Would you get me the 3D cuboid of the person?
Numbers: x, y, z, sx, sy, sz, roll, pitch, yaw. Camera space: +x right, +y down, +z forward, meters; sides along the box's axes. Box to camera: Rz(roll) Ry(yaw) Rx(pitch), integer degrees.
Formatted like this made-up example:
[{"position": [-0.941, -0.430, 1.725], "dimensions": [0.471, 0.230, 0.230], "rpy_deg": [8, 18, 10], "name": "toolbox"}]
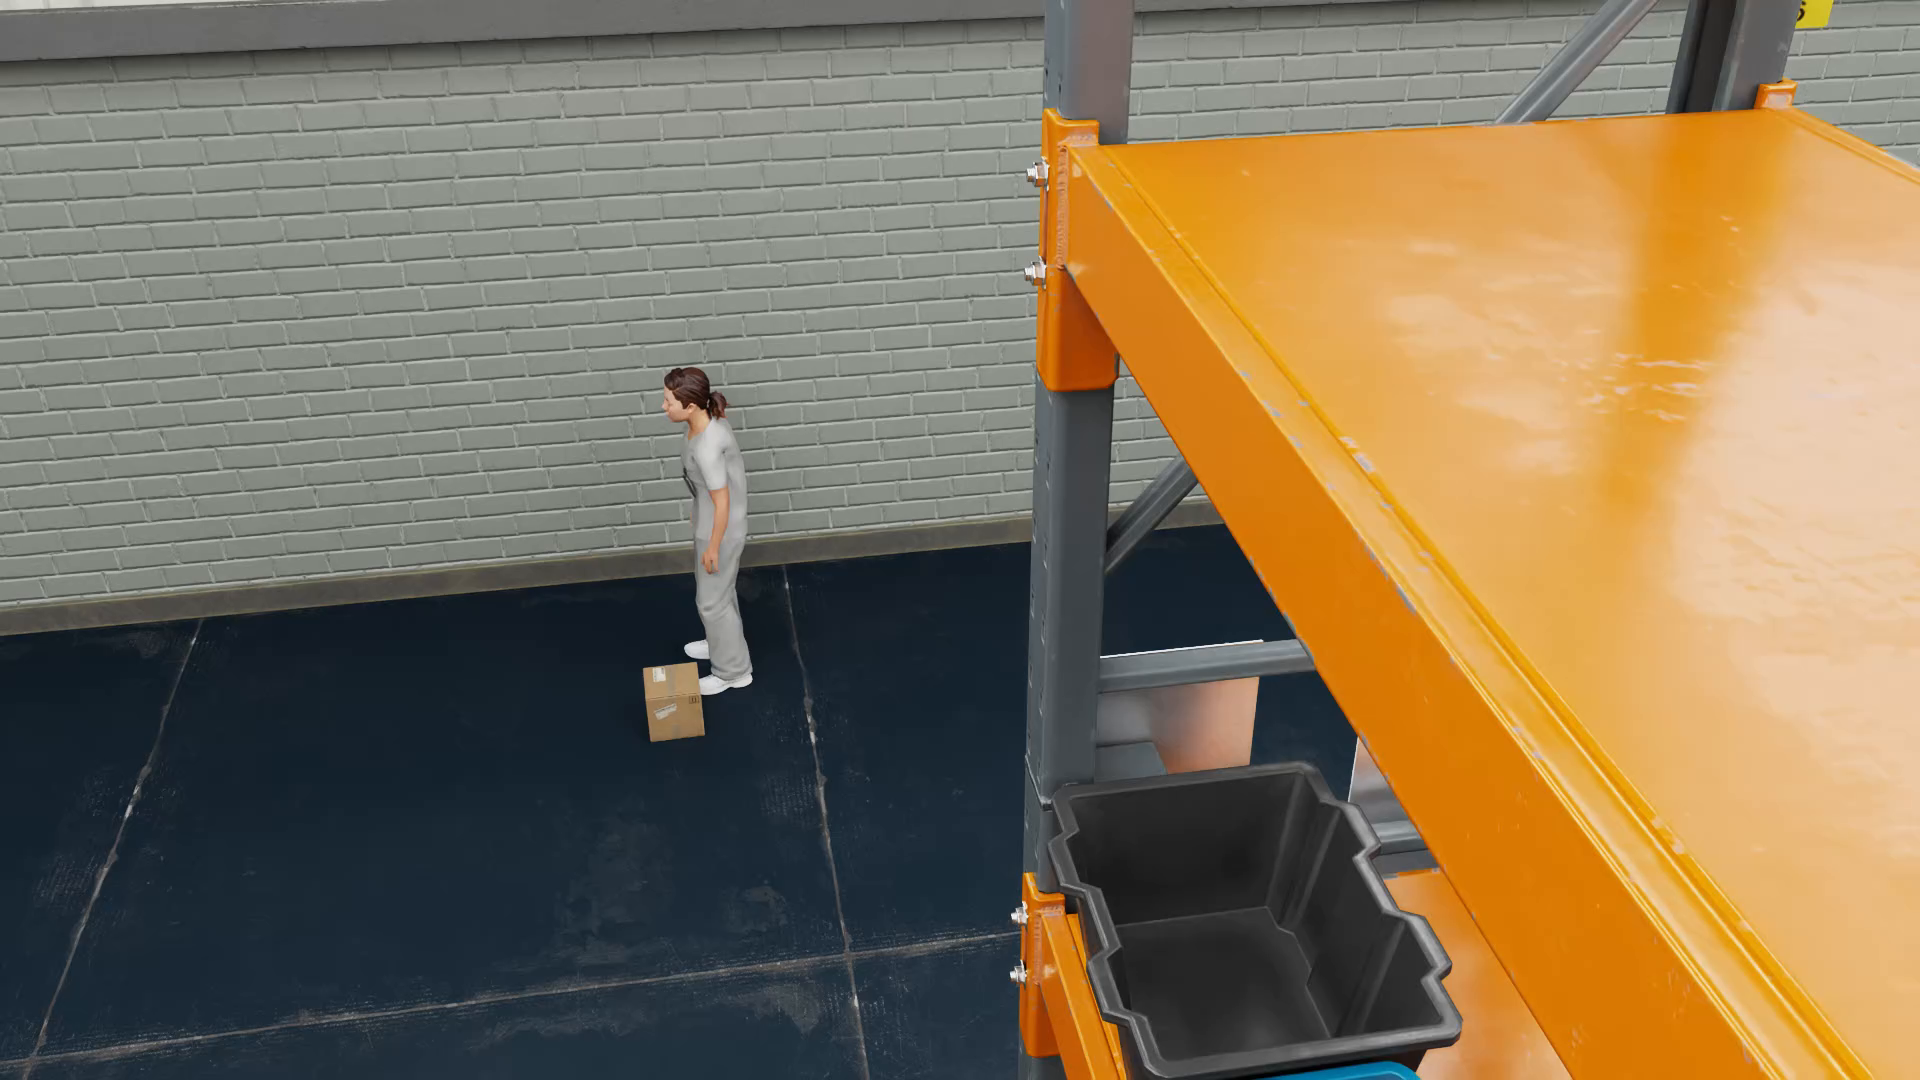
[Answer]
[{"position": [-1.158, -0.054, 7.725], "dimensions": [0.353, 1.672, 0.515], "rpy_deg": [-7, 32, -12], "name": "person"}]
